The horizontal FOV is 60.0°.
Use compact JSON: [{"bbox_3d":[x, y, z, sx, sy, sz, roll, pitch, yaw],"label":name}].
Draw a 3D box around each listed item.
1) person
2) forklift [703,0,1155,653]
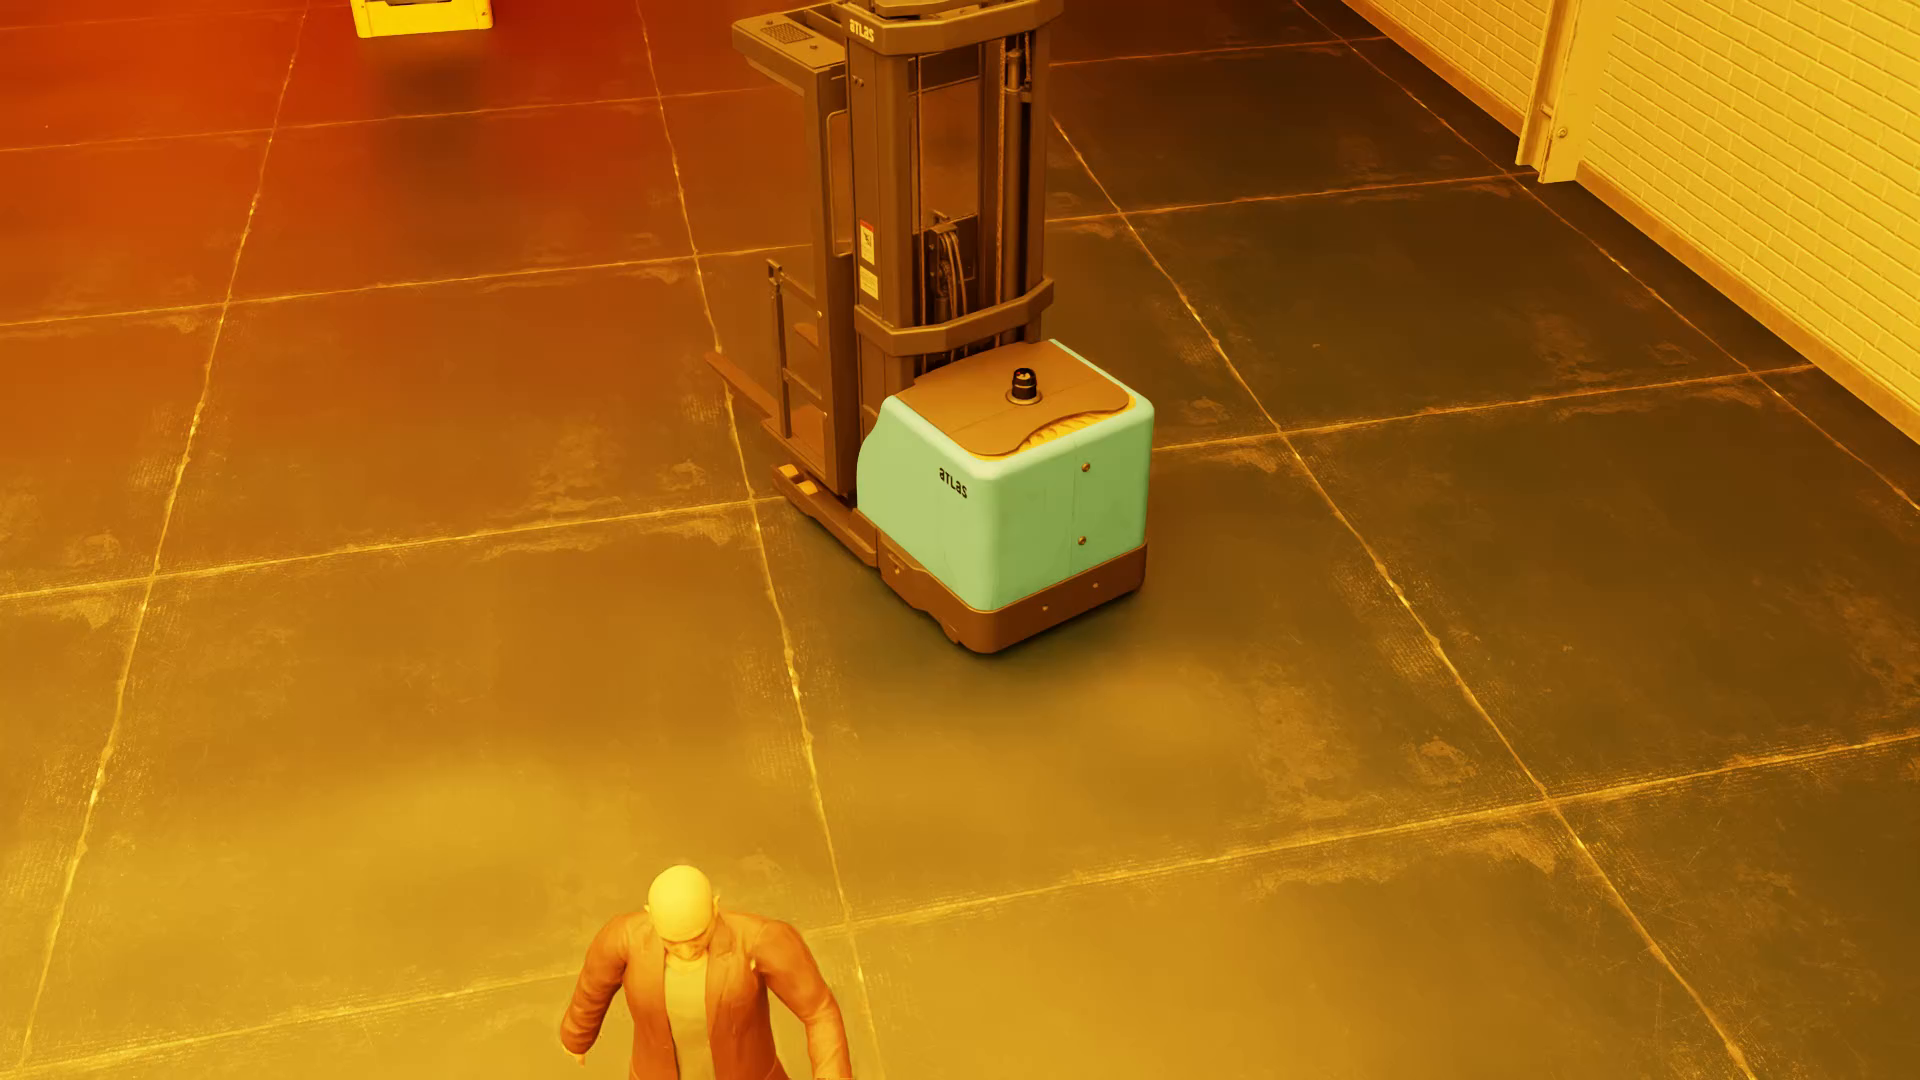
[{"bbox_3d":[-0.733,1.580,4.863,0.906,1.760,0.738,-1,36,-2],"label":"person"},{"bbox_3d":[-0.350,-1.480,8.107,1.130,2.935,3.031,-22,41,-28],"label":"forklift"}]
